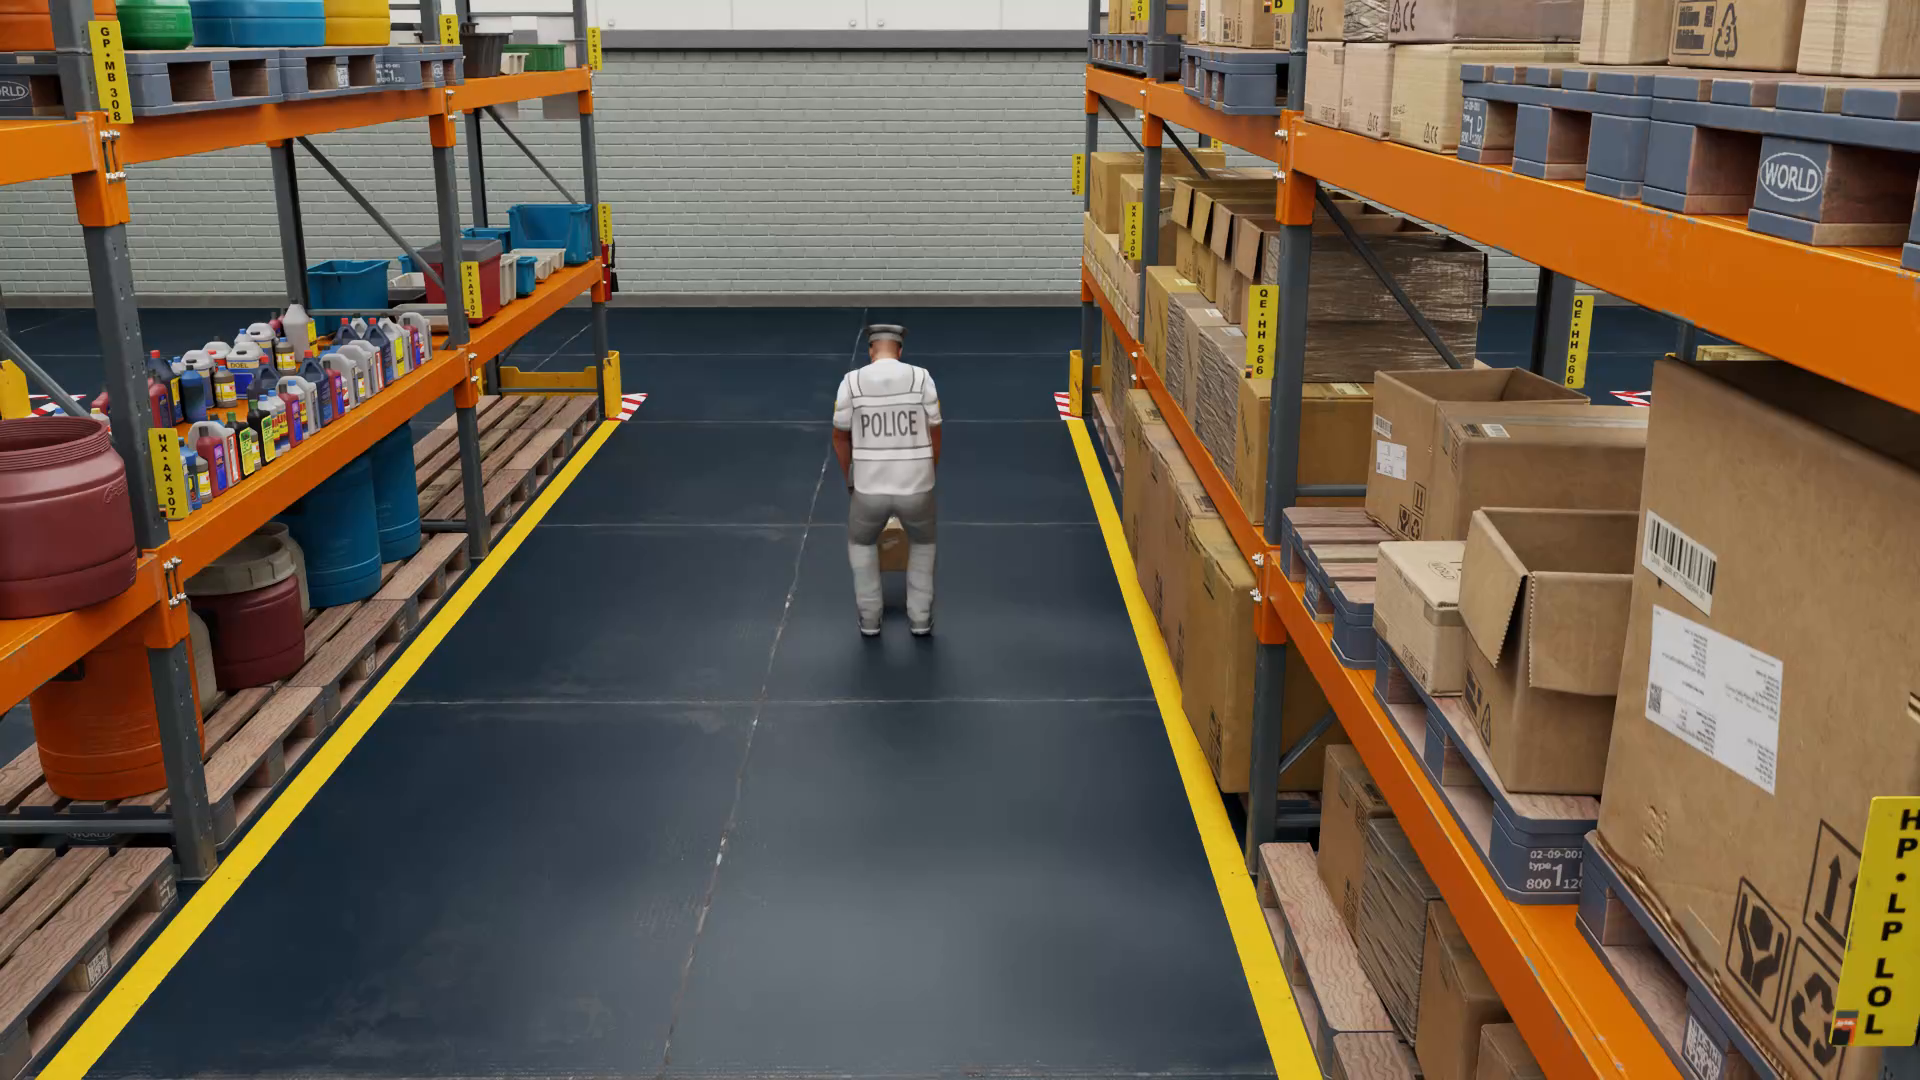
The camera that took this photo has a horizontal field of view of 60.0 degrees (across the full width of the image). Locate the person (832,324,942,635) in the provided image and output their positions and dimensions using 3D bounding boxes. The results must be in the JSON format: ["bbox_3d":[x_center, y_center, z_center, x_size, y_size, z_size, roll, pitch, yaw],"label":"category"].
[{"bbox_3d":[-0.381,-0.305,8.758,0.575,1.633,0.609,0,17,0],"label":"person"}]
